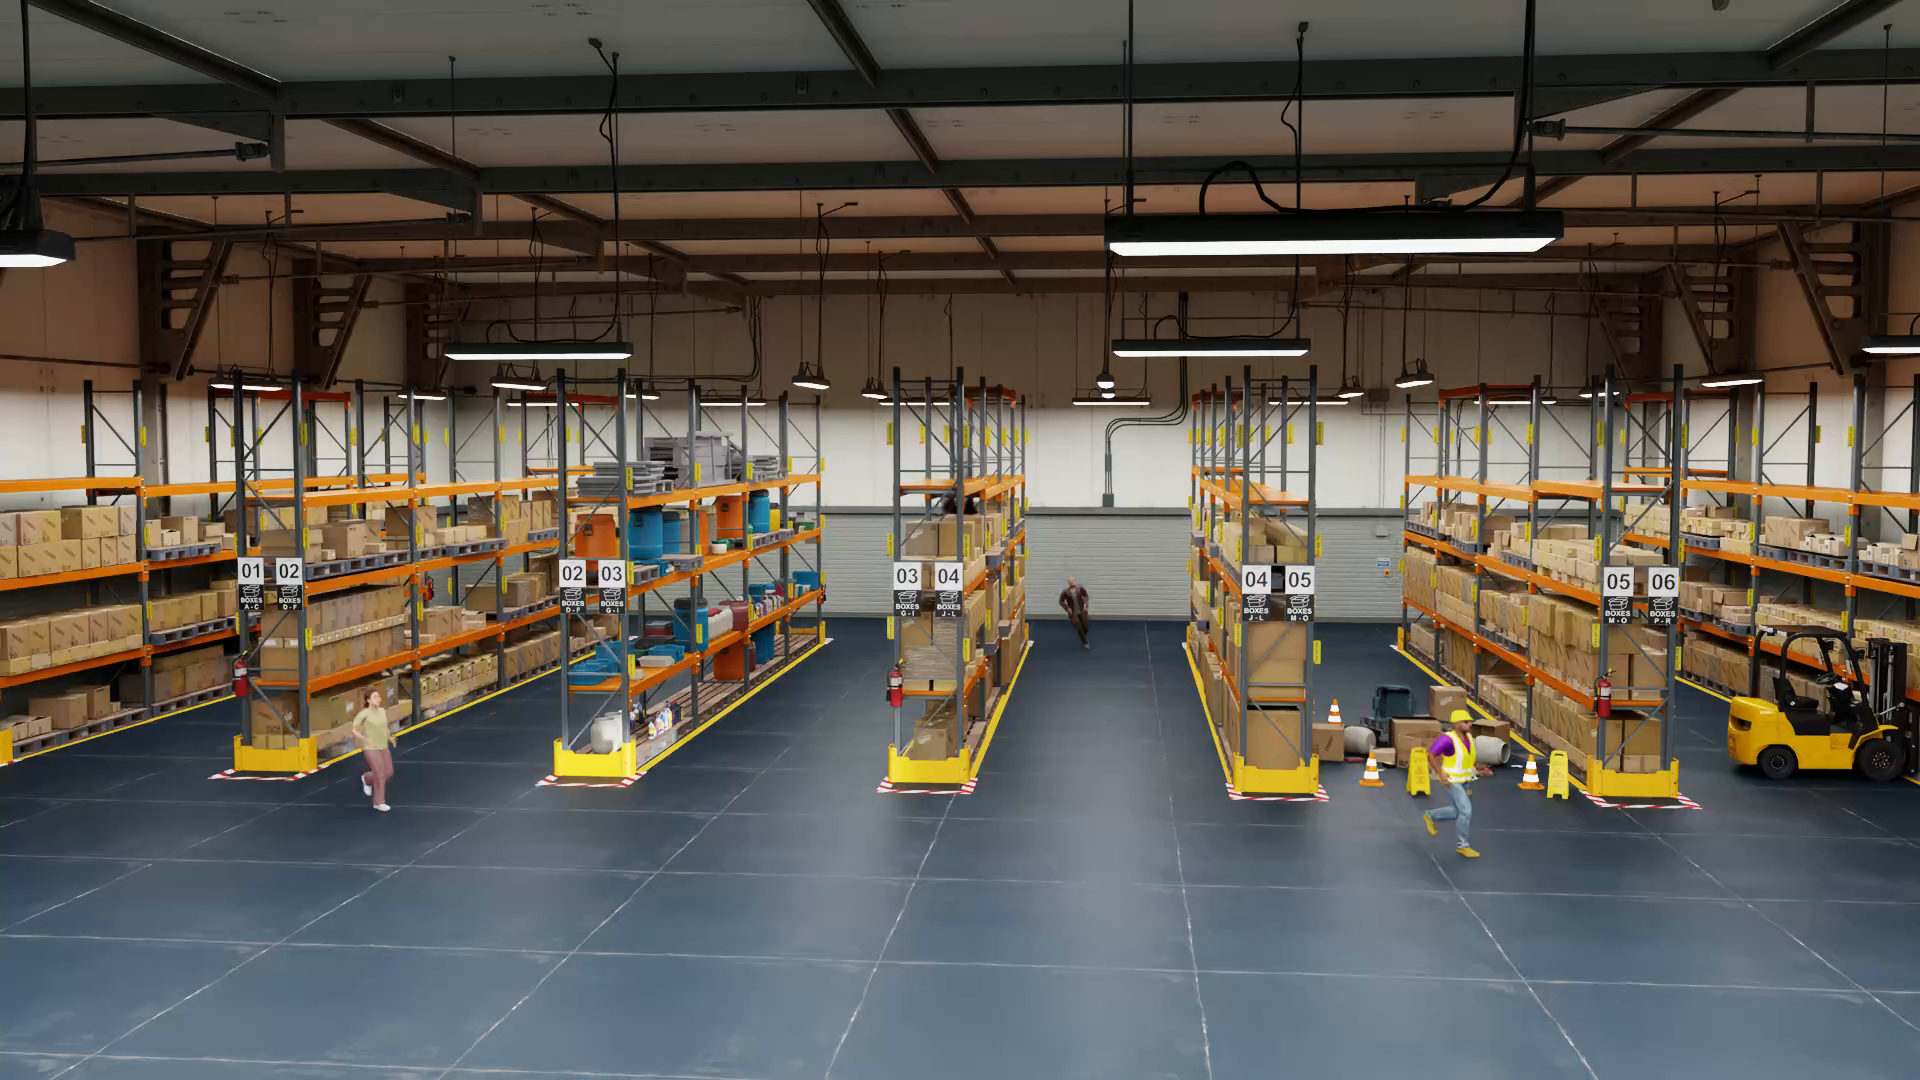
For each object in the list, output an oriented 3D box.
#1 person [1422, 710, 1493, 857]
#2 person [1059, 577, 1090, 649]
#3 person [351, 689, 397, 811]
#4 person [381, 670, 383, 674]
[{"bbox_3d":[5.913,2.894,20.057,0.680,1.738,0.855,-3,5,-40],"label":"person"},{"bbox_3d":[2.722,1.713,39.470,0.752,1.689,0.658,0,4,-5],"label":"person"},{"bbox_3d":[-7.907,2.808,22.366,0.599,1.633,0.581,2,4,31],"label":"person"},{"bbox_3d":[-11.197,2.151,31.773,0.681,1.765,0.721,0,4,1],"label":"person"}]
